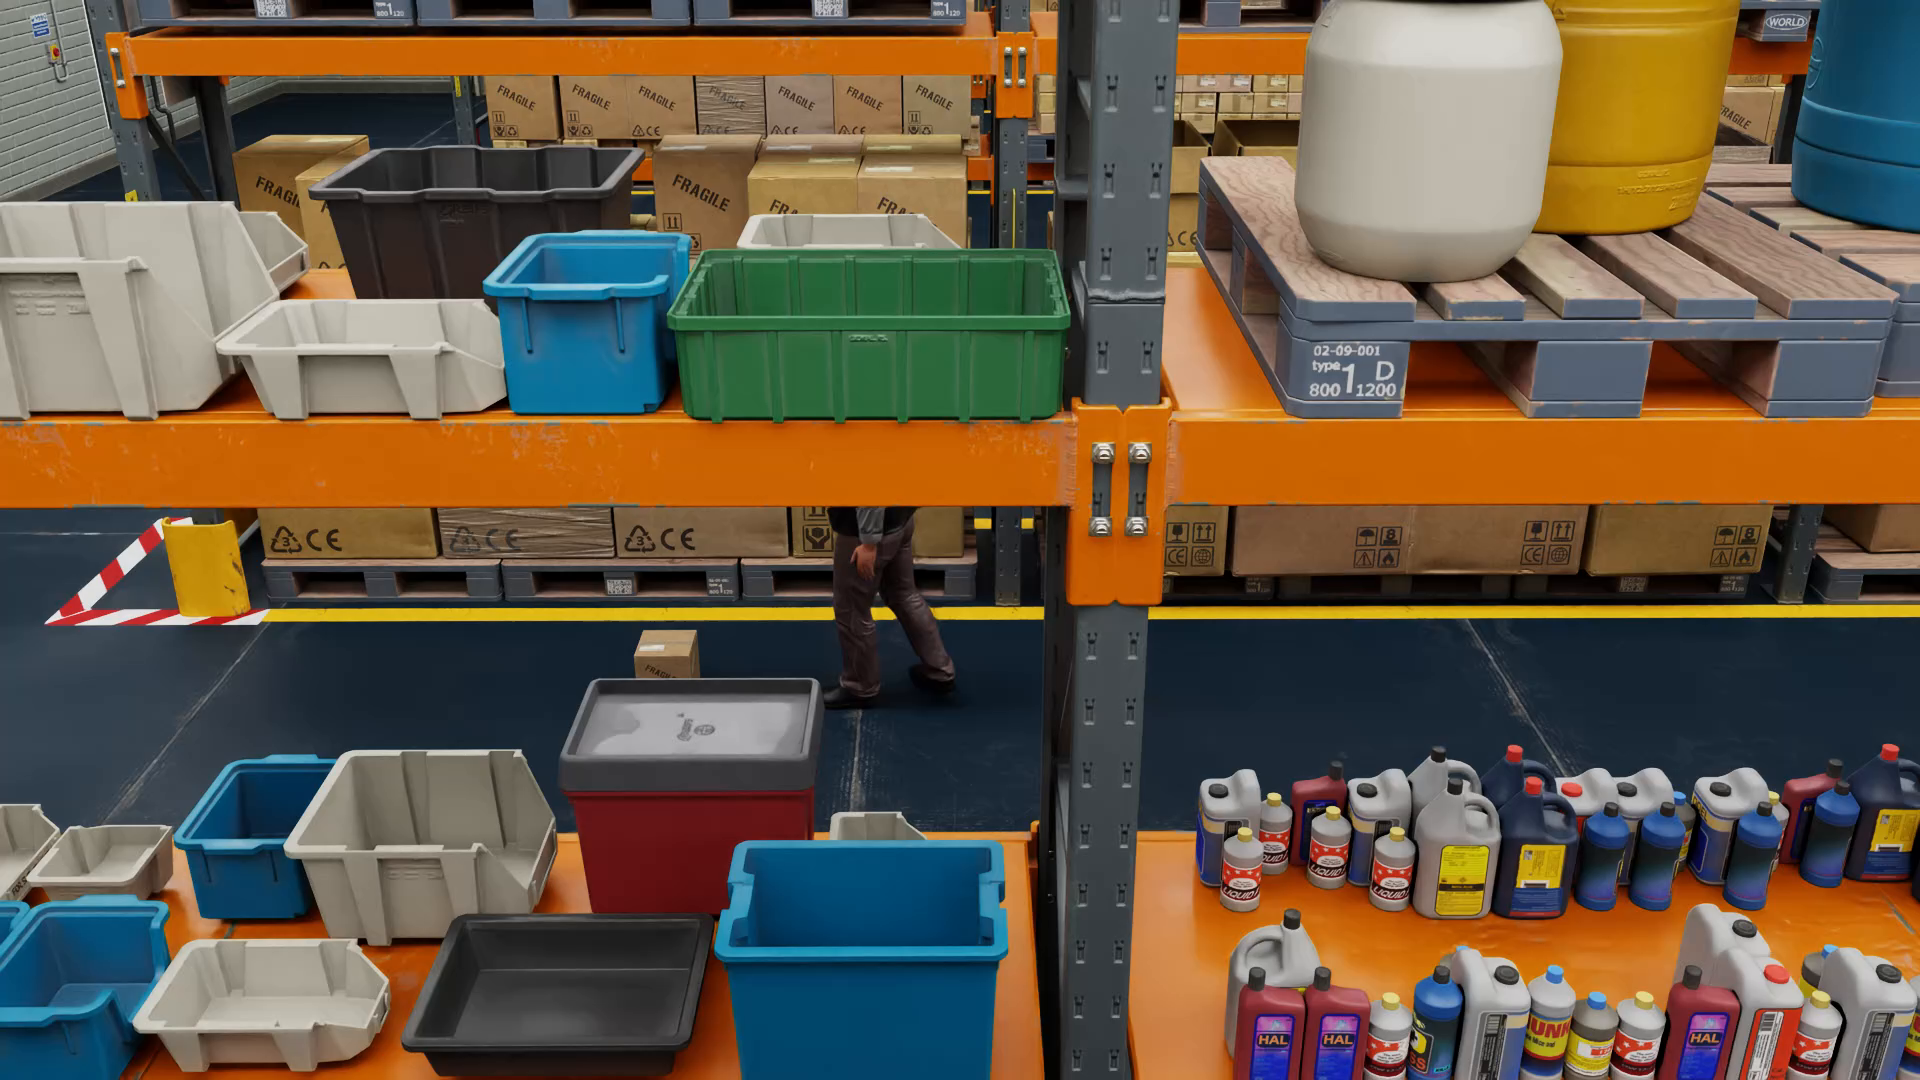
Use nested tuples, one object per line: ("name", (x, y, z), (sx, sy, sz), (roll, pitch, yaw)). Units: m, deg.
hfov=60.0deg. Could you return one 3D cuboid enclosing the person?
("person", (-0.349, -0.053, 7.243), (0.645, 1.723, 0.566), (7, 25, 15))
